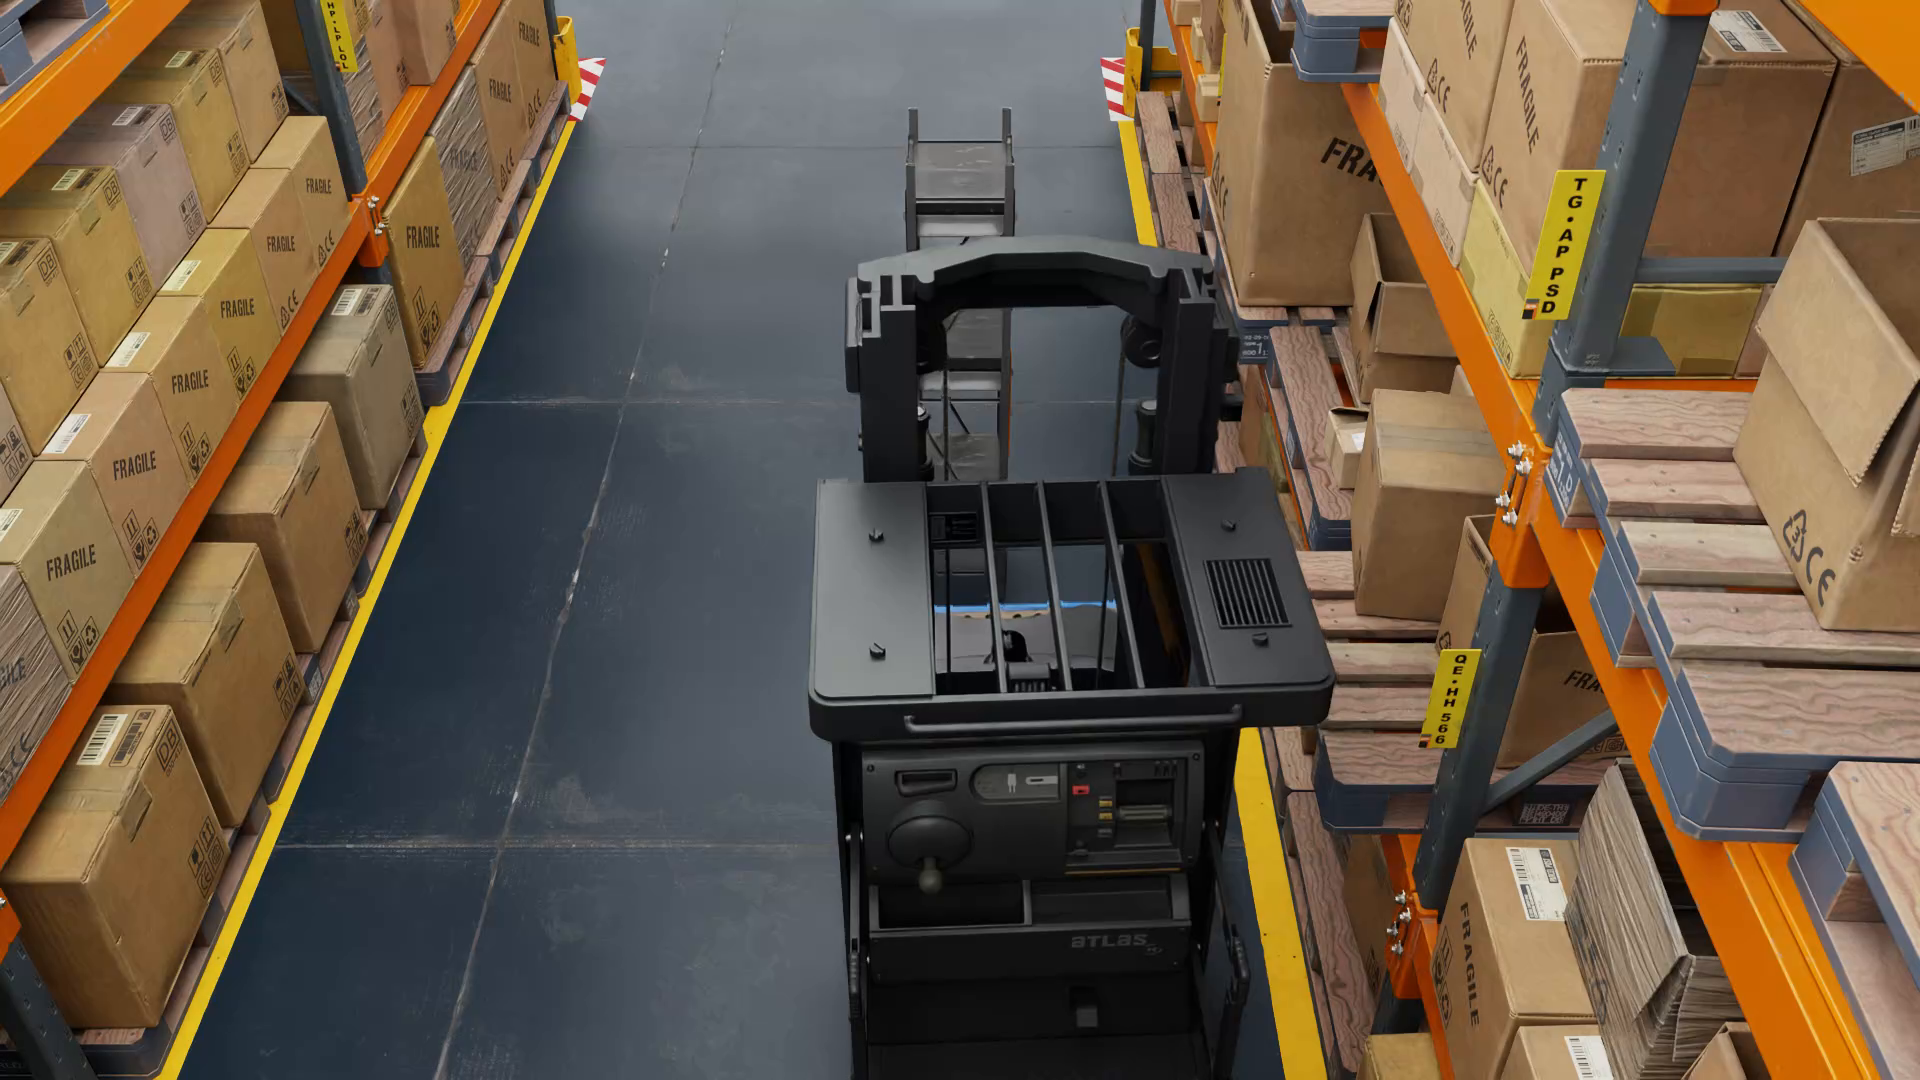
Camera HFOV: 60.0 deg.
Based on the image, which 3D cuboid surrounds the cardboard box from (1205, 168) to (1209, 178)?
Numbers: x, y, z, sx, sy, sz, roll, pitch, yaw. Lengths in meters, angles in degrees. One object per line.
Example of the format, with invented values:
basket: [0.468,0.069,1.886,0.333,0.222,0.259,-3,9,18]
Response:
cardboard box: [1.672,-1.886,9.368,0.500,0.500,0.500,-3,39,-4]

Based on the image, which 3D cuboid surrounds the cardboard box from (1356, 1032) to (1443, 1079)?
cardboard box: [1.704,1.897,4.348,1.225,0.875,0.875,-2,39,-2]

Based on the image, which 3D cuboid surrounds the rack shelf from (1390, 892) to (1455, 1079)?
rack shelf: [1.727,2.331,3.017,1.077,0.370,4.000,0,39,0]

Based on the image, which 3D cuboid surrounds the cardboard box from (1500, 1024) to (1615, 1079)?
cardboard box: [1.456,1.388,3.540,0.500,0.500,0.500,-1,39,-1]

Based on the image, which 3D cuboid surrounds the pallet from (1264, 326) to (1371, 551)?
pallet: [1.681,-0.363,5.958,1.003,0.211,1.213,0,39,0]

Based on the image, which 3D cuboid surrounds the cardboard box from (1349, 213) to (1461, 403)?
cardboard box: [1.814,-0.822,5.958,0.797,0.503,0.637,4,39,5]

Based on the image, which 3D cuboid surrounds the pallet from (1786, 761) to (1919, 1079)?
pallet: [1.782,0.805,2.099,1.003,0.211,1.213,2,39,2]

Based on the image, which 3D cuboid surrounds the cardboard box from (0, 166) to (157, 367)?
cardboard box: [-3.232,-0.926,5.628,0.700,0.500,0.500,0,39,0]

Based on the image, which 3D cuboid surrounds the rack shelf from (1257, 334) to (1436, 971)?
rack shelf: [1.722,-0.170,6.139,1.077,0.370,4.000,0,39,0]

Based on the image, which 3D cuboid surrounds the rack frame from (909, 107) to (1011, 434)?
rack frame: [0.000,-0.868,7.155,0.400,2.100,0.015,0,39,0]

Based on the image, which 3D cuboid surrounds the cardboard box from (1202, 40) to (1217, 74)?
cardboard box: [1.474,-2.519,8.696,0.380,0.149,0.250,0,39,0]

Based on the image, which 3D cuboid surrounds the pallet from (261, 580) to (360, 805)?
pallet: [-3.160,0.574,6.864,1.003,0.211,1.213,0,39,0]

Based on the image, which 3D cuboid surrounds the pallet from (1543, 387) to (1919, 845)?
pallet: [1.778,0.106,2.972,1.213,0.211,1.003,2,39,2]

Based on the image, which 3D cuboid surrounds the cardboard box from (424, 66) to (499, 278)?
cardboard box: [-3.176,-2.053,9.276,0.875,0.875,0.875,0,39,0]

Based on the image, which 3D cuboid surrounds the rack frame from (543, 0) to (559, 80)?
rack frame: [-3.245,-4.262,10.670,1.000,3.000,0.127,0,39,0]

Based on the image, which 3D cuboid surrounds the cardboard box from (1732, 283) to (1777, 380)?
cardboard box: [1.978,-0.606,3.829,0.500,0.250,0.500,1,39,1]

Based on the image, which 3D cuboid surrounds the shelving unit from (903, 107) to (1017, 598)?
shelving unit: [0.000,-0.716,6.964,0.431,2.100,0.503,0,39,0]

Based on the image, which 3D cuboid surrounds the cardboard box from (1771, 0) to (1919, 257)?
cardboard box: [1.981,-0.899,3.594,0.500,0.500,0.500,0,39,0]

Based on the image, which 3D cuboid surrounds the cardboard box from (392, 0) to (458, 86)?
cardboard box: [-3.159,-2.732,8.640,0.875,0.550,0.550,0,39,0]

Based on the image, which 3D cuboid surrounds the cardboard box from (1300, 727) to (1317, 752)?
cardboard box: [1.683,0.483,6.395,0.700,0.500,0.500,3,39,4]

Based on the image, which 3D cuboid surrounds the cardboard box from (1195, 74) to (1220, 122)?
cardboard box: [1.383,-2.207,8.306,0.380,0.149,0.250,0,39,0]

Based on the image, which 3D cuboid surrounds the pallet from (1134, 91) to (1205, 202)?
pallet: [1.681,-2.559,10.774,1.003,0.211,1.213,0,39,0]

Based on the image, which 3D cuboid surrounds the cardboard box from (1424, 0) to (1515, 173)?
cardboard box: [1.462,-1.223,4.000,0.500,0.500,0.500,0,39,0]

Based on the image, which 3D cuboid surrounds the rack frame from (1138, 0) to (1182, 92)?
rack frame: [1.715,-4.203,10.596,1.000,3.000,0.127,0,39,0]

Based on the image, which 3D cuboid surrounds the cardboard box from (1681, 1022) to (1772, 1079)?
cardboard box: [1.707,1.234,2.929,0.797,0.503,0.637,1,39,1]

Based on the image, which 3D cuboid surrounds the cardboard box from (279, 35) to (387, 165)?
cardboard box: [-3.253,-2.050,7.790,0.875,0.550,0.550,0,39,0]

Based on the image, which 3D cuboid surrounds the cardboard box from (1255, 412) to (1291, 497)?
cardboard box: [1.681,-0.215,7.267,0.700,0.500,0.500,0,39,0]

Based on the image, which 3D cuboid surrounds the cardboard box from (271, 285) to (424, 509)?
cardboard box: [-3.150,-0.659,7.637,1.050,0.750,0.750,0,39,0]

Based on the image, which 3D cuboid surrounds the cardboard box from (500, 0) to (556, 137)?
cardboard box: [-3.178,-3.173,10.674,0.875,0.875,0.875,0,39,0]

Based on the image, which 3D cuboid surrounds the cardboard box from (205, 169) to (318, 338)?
cardboard box: [-2.972,-1.158,6.716,0.500,0.500,0.500,0,39,-1]

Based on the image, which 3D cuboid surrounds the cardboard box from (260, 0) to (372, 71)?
cardboard box: [-3.206,-2.472,7.452,0.875,0.550,0.550,0,39,0]

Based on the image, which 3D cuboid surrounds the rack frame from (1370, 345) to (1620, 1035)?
rack frame: [1.724,0.800,4.353,1.000,3.000,0.127,0,39,0]

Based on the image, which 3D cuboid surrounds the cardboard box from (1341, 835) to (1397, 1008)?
cardboard box: [1.704,1.185,5.520,0.700,0.500,0.500,-2,39,-2]

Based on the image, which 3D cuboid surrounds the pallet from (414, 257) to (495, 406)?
pallet: [-3.163,-1.148,9.014,1.003,0.211,1.213,0,39,0]

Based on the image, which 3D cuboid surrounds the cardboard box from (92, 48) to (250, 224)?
cardboard box: [-3.231,-1.558,6.416,0.700,0.500,0.500,-1,39,-1]

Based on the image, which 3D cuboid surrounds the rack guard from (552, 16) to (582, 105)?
rack guard: [-3.245,-3.302,11.471,1.175,0.500,0.348,0,39,0]

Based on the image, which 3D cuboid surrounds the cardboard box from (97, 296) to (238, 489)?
cardboard box: [-2.968,-0.524,5.926,0.500,0.500,0.500,0,39,-1]

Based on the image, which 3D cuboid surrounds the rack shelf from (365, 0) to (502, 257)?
rack shelf: [-3.243,-2.731,9.334,1.077,0.370,4.000,0,39,0]

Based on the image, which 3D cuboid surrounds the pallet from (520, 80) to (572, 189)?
pallet: [-3.166,-2.674,10.918,1.003,0.211,1.213,0,39,0]

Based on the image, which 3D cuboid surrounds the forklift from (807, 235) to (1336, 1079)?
forklift: [0.213,0.830,4.370,1.130,2.935,3.031,-2,39,-2]

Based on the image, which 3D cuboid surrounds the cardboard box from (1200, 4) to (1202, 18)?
cardboard box: [1.515,-2.832,9.086,0.380,0.149,0.250,0,39,0]

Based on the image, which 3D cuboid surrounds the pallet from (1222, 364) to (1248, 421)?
pallet: [1.684,-1.033,8.870,1.003,0.211,1.213,0,39,0]

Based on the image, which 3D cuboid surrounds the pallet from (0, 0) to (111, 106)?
pallet: [-3.294,-1.458,4.923,1.003,0.211,1.213,2,39,2]

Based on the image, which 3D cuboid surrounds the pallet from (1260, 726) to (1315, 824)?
pallet: [1.726,0.639,6.784,1.003,0.211,1.213,0,39,0]

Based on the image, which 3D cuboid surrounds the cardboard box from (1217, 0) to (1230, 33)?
cardboard box: [1.444,-2.528,7.388,0.500,0.500,0.500,0,39,0]

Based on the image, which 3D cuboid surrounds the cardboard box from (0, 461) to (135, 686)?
cardboard box: [-2.970,0.103,5.143,0.500,0.500,0.500,0,39,0]

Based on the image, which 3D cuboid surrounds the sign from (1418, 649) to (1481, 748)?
sign: [1.182,0.385,4.008,0.100,0.325,0.005,0,39,0]

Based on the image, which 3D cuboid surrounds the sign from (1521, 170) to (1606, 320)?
sign: [1.182,-0.573,3.254,0.100,0.325,0.005,0,39,0]

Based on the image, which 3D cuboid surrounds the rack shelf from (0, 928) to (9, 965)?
rack shelf: [-3.233,2.272,3.092,1.077,0.370,4.000,0,39,0]

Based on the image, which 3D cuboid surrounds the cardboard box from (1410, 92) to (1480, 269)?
cardboard box: [1.464,-0.919,4.220,0.500,0.250,0.500,0,39,0]

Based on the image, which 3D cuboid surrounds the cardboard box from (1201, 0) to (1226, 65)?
cardboard box: [1.714,-2.763,8.482,0.875,0.500,0.500,0,39,0]

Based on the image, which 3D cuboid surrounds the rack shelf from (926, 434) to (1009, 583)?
rack shelf: [0.000,-0.159,7.410,0.431,0.518,0.480,0,39,0]

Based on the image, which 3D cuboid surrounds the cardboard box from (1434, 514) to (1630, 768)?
cardboard box: [1.684,0.260,4.612,0.500,0.500,0.500,-5,39,-6]

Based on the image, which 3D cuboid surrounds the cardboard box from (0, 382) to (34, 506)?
cardboard box: [-3.228,-0.286,4.828,0.700,0.500,0.500,-1,39,-1]

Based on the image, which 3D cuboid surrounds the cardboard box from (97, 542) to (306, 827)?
cardboard box: [-3.151,0.527,6.157,1.050,0.750,0.750,1,39,1]

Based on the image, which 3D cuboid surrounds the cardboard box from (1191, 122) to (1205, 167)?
cardboard box: [1.734,-2.627,10.292,0.500,0.500,0.500,10,40,12]

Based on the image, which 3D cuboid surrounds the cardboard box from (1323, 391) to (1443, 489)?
cardboard box: [1.452,-0.354,5.565,0.396,0.266,0.258,-1,39,-1]
